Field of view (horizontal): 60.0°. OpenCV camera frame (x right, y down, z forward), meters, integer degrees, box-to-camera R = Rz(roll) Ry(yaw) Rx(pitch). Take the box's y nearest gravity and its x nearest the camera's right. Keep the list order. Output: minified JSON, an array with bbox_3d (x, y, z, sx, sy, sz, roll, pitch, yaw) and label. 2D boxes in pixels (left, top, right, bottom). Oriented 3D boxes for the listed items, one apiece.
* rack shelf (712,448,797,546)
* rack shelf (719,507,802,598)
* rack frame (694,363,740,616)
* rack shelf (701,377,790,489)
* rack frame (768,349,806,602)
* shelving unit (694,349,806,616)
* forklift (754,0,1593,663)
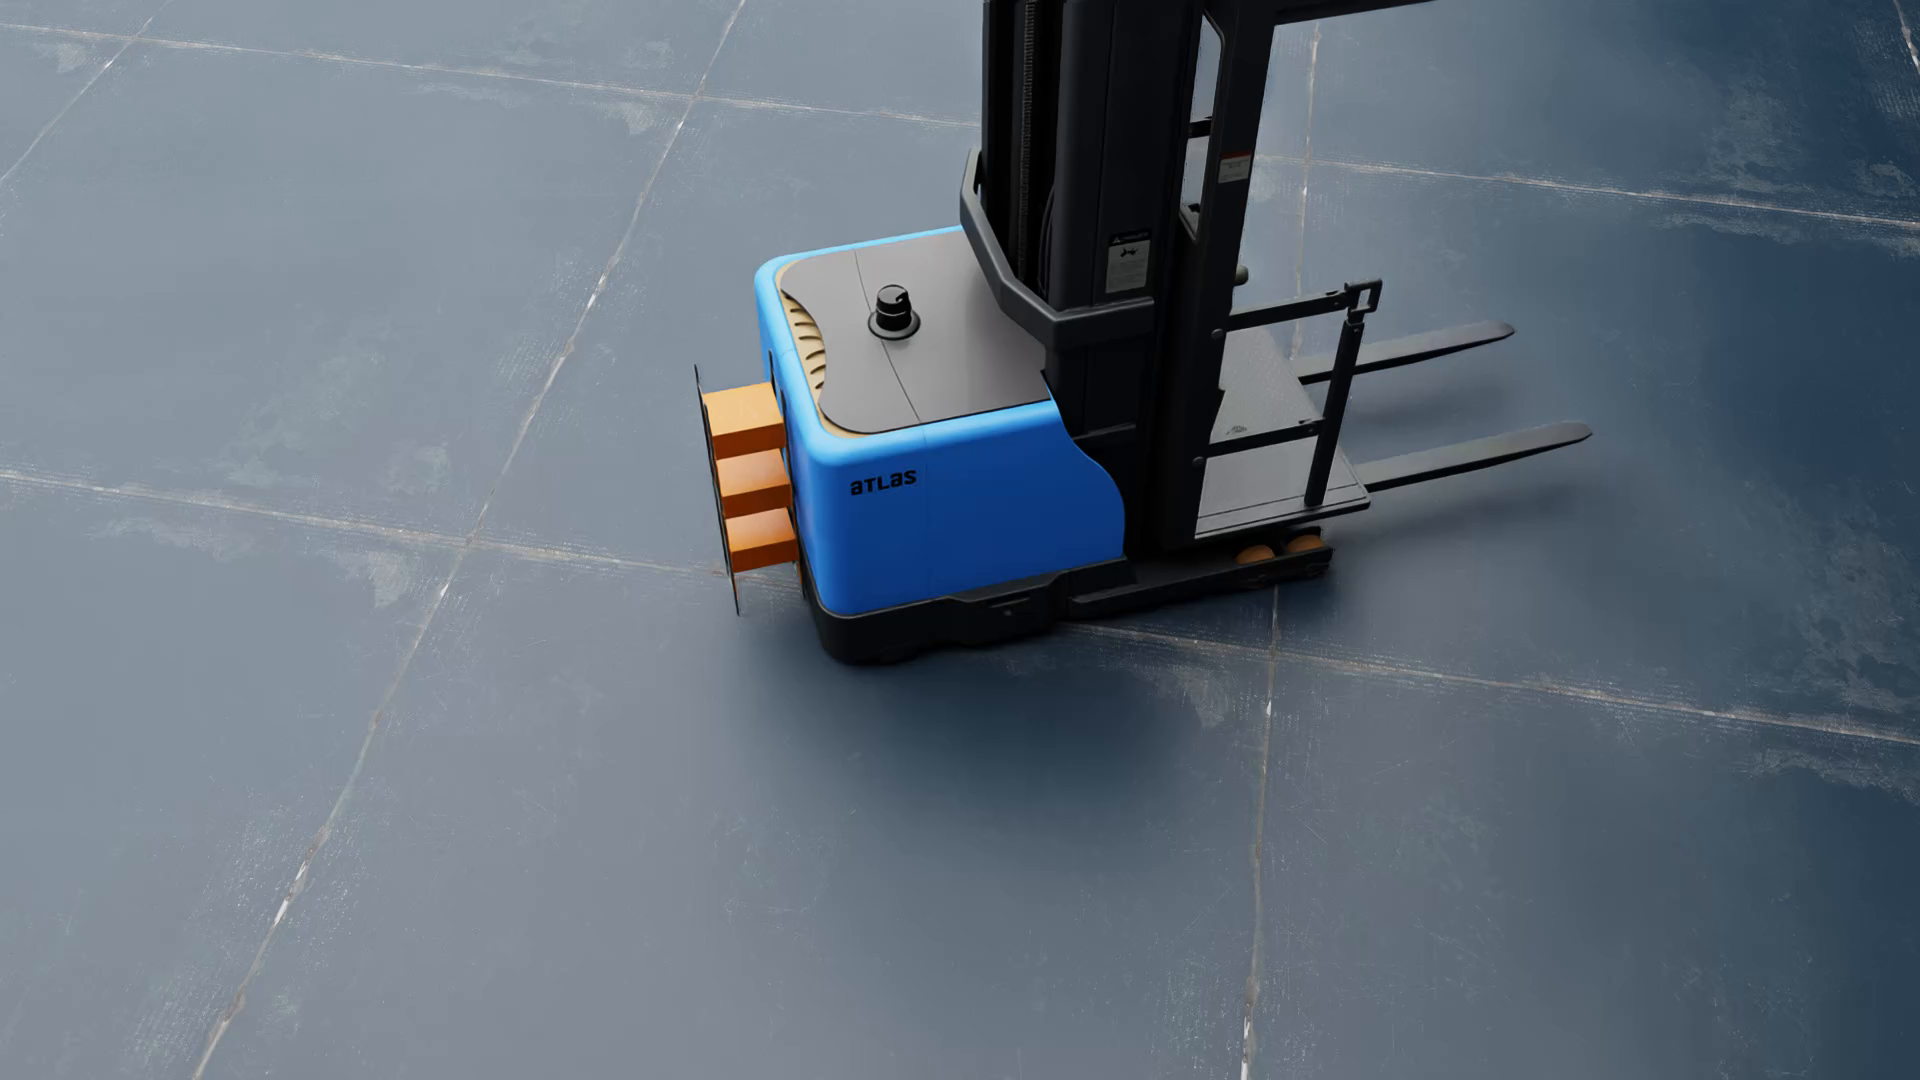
[{"bbox_3d":[-0.709,-0.164,5.706,0.240,0.259,0.215,-12,49,-10],"label":"rack shelf"},{"bbox_3d":[-0.709,0.022,5.913,0.240,0.259,0.215,-12,49,-10],"label":"rack shelf"},{"bbox_3d":[-0.826,-0.147,5.676,0.008,1.050,0.200,-12,49,-10],"label":"rack frame"},{"bbox_3d":[-0.709,-0.354,5.495,0.240,0.259,0.215,-12,49,-10],"label":"rack shelf"},{"bbox_3d":[-0.591,-0.196,5.720,0.008,1.050,0.200,-12,49,-10],"label":"rack frame"},{"bbox_3d":[-0.709,-0.171,5.698,0.252,1.050,0.215,-12,49,-10],"label":"shelving unit"},{"bbox_3d":[0.860,-1.170,5.331,3.031,2.935,1.130,-12,49,-10],"label":"forklift"}]
